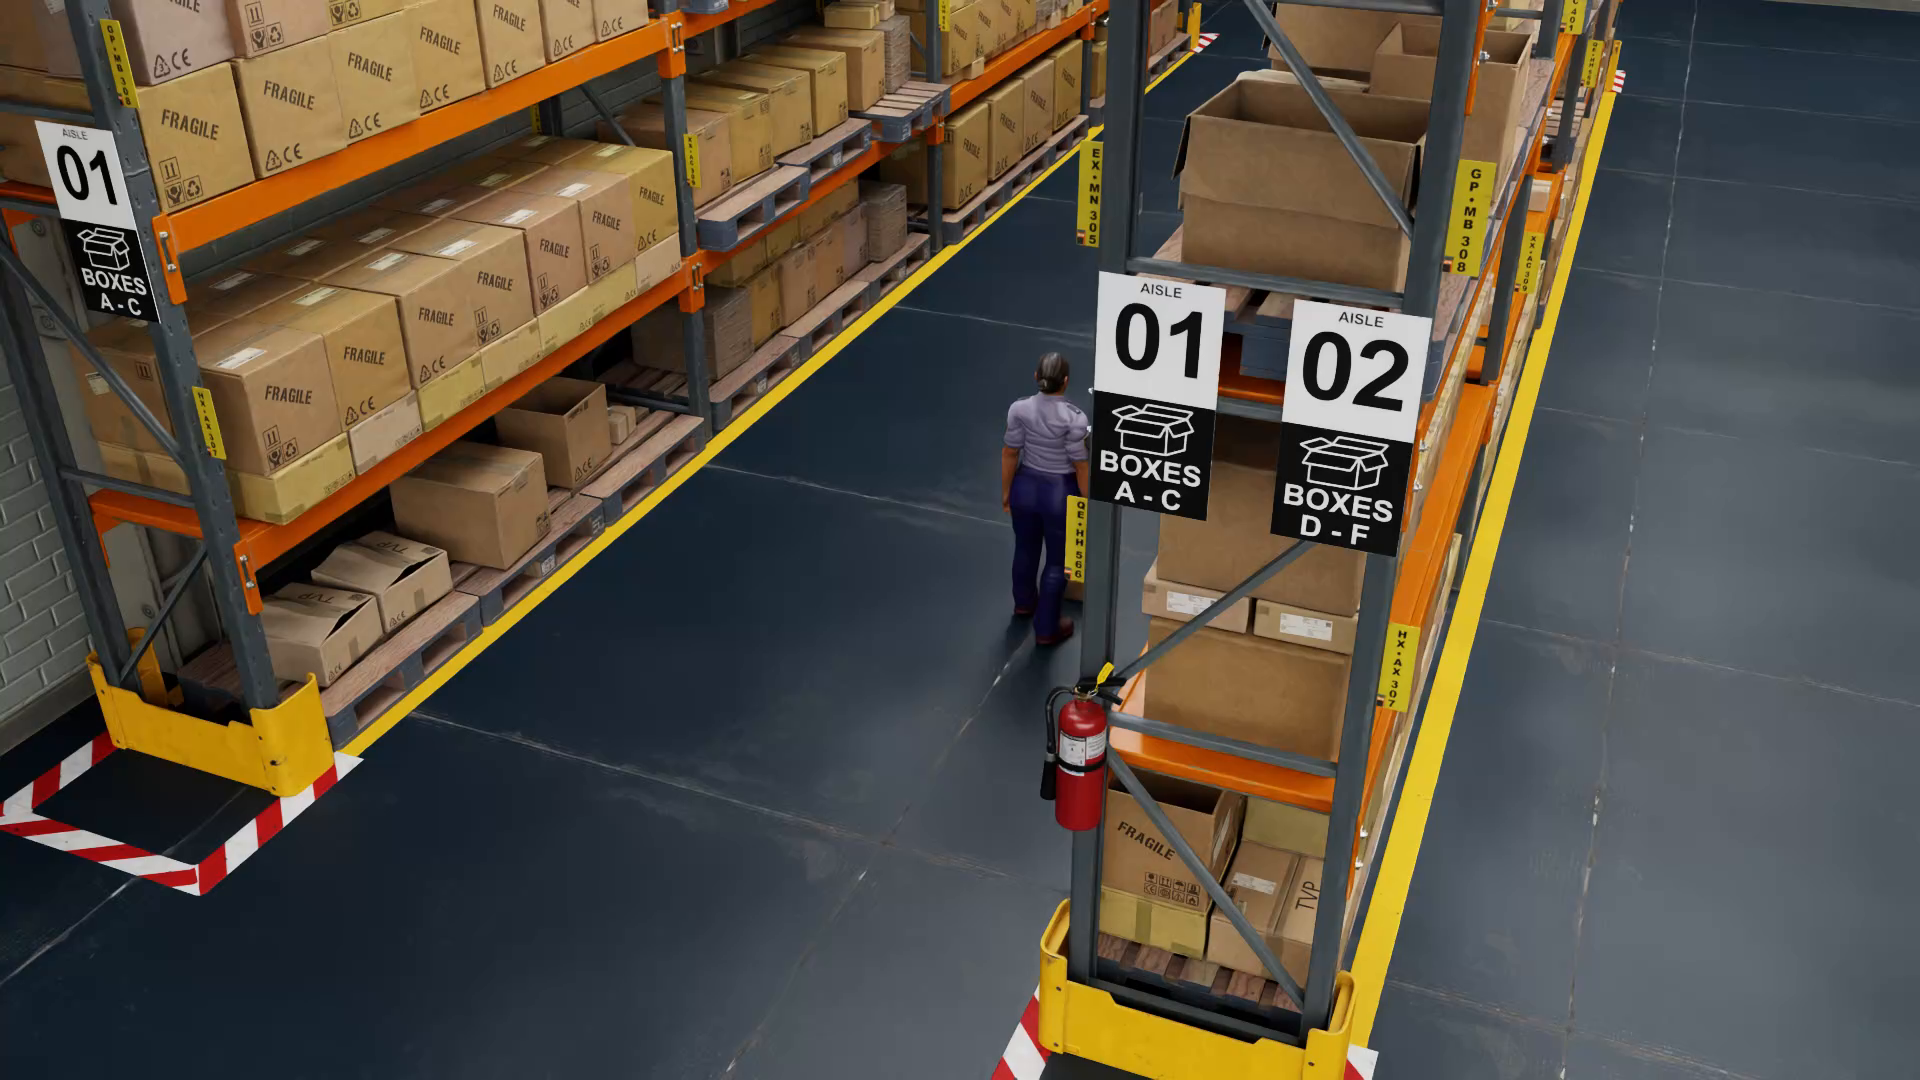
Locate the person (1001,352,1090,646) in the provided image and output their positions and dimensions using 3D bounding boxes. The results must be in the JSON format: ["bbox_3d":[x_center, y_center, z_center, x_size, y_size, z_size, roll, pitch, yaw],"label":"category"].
[{"bbox_3d":[0.509,-0.253,8.839,0.504,1.655,0.526,15,33,25],"label":"person"}]
